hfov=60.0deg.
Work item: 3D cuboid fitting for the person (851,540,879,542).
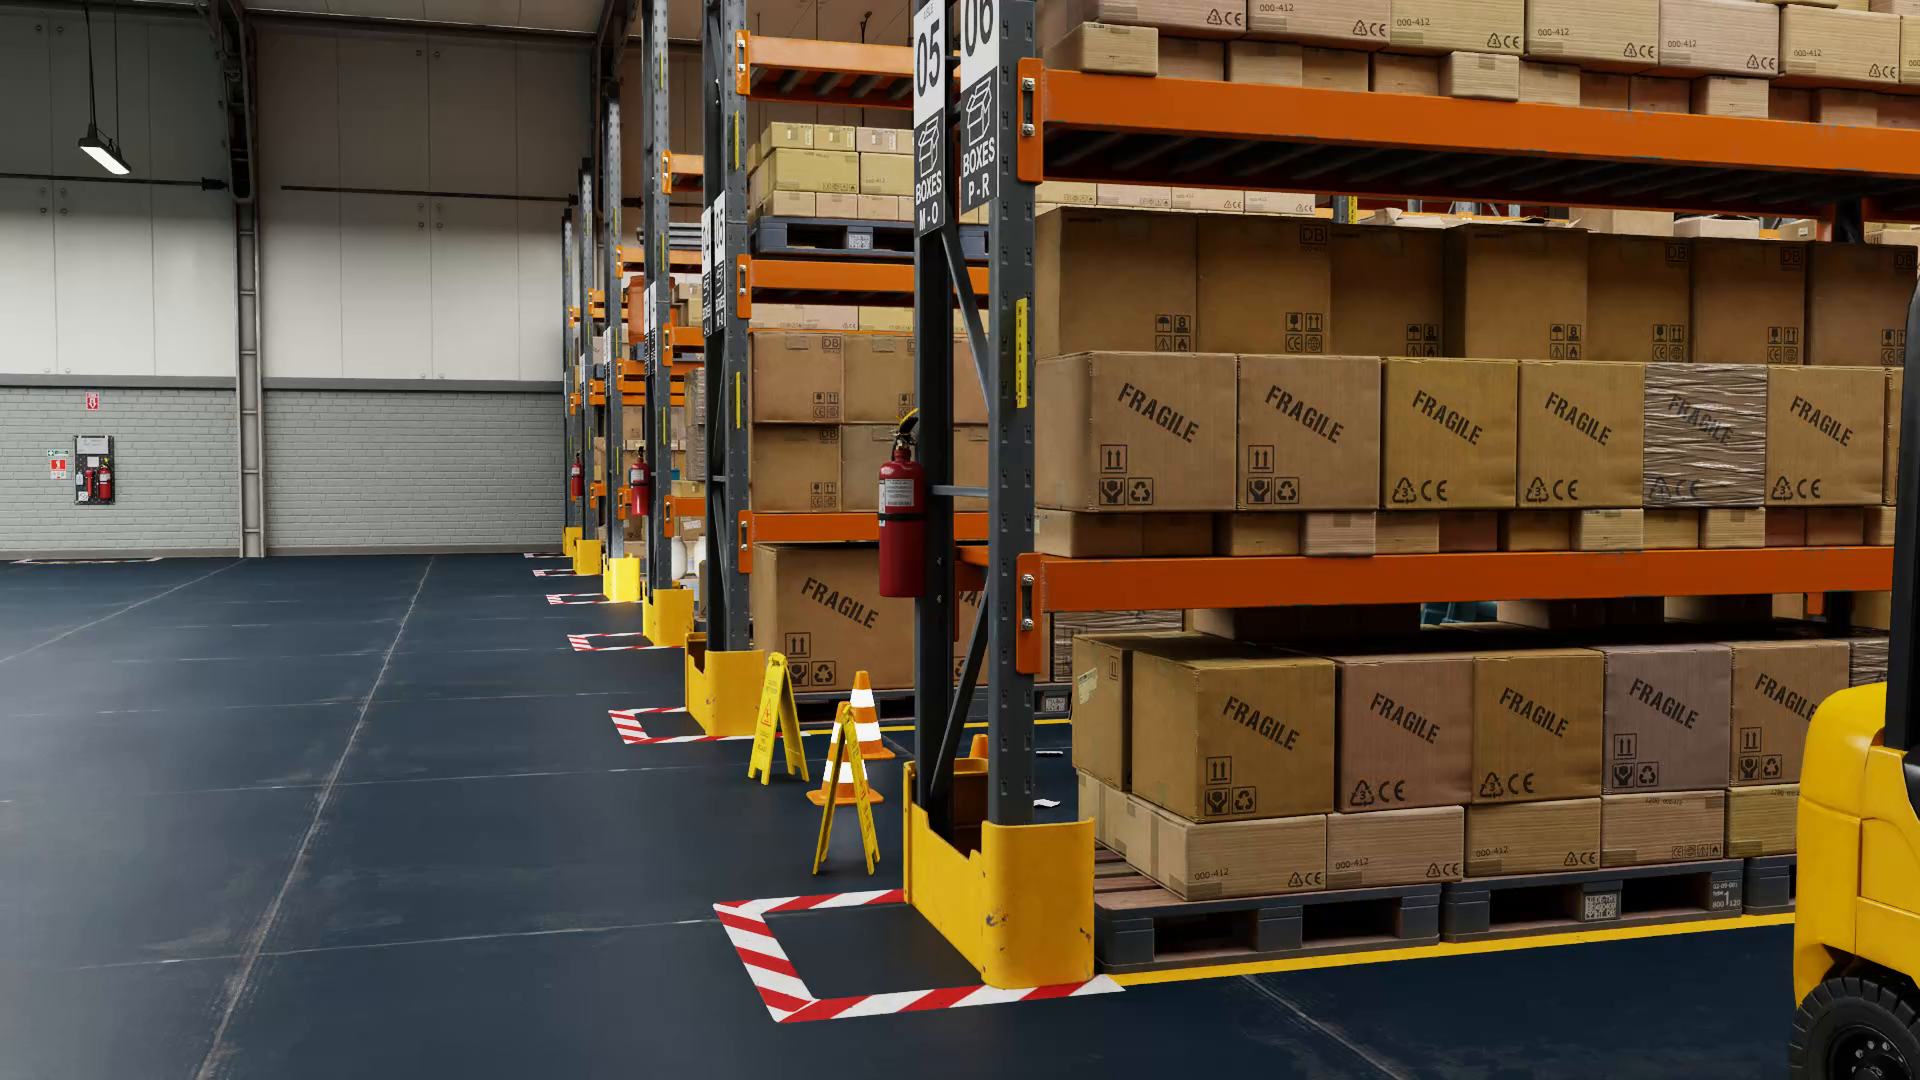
[{"bbox_3d":[-0.910,-0.105,17.948,0.581,1.771,0.464,-1,3,-17],"label":"person"}]
